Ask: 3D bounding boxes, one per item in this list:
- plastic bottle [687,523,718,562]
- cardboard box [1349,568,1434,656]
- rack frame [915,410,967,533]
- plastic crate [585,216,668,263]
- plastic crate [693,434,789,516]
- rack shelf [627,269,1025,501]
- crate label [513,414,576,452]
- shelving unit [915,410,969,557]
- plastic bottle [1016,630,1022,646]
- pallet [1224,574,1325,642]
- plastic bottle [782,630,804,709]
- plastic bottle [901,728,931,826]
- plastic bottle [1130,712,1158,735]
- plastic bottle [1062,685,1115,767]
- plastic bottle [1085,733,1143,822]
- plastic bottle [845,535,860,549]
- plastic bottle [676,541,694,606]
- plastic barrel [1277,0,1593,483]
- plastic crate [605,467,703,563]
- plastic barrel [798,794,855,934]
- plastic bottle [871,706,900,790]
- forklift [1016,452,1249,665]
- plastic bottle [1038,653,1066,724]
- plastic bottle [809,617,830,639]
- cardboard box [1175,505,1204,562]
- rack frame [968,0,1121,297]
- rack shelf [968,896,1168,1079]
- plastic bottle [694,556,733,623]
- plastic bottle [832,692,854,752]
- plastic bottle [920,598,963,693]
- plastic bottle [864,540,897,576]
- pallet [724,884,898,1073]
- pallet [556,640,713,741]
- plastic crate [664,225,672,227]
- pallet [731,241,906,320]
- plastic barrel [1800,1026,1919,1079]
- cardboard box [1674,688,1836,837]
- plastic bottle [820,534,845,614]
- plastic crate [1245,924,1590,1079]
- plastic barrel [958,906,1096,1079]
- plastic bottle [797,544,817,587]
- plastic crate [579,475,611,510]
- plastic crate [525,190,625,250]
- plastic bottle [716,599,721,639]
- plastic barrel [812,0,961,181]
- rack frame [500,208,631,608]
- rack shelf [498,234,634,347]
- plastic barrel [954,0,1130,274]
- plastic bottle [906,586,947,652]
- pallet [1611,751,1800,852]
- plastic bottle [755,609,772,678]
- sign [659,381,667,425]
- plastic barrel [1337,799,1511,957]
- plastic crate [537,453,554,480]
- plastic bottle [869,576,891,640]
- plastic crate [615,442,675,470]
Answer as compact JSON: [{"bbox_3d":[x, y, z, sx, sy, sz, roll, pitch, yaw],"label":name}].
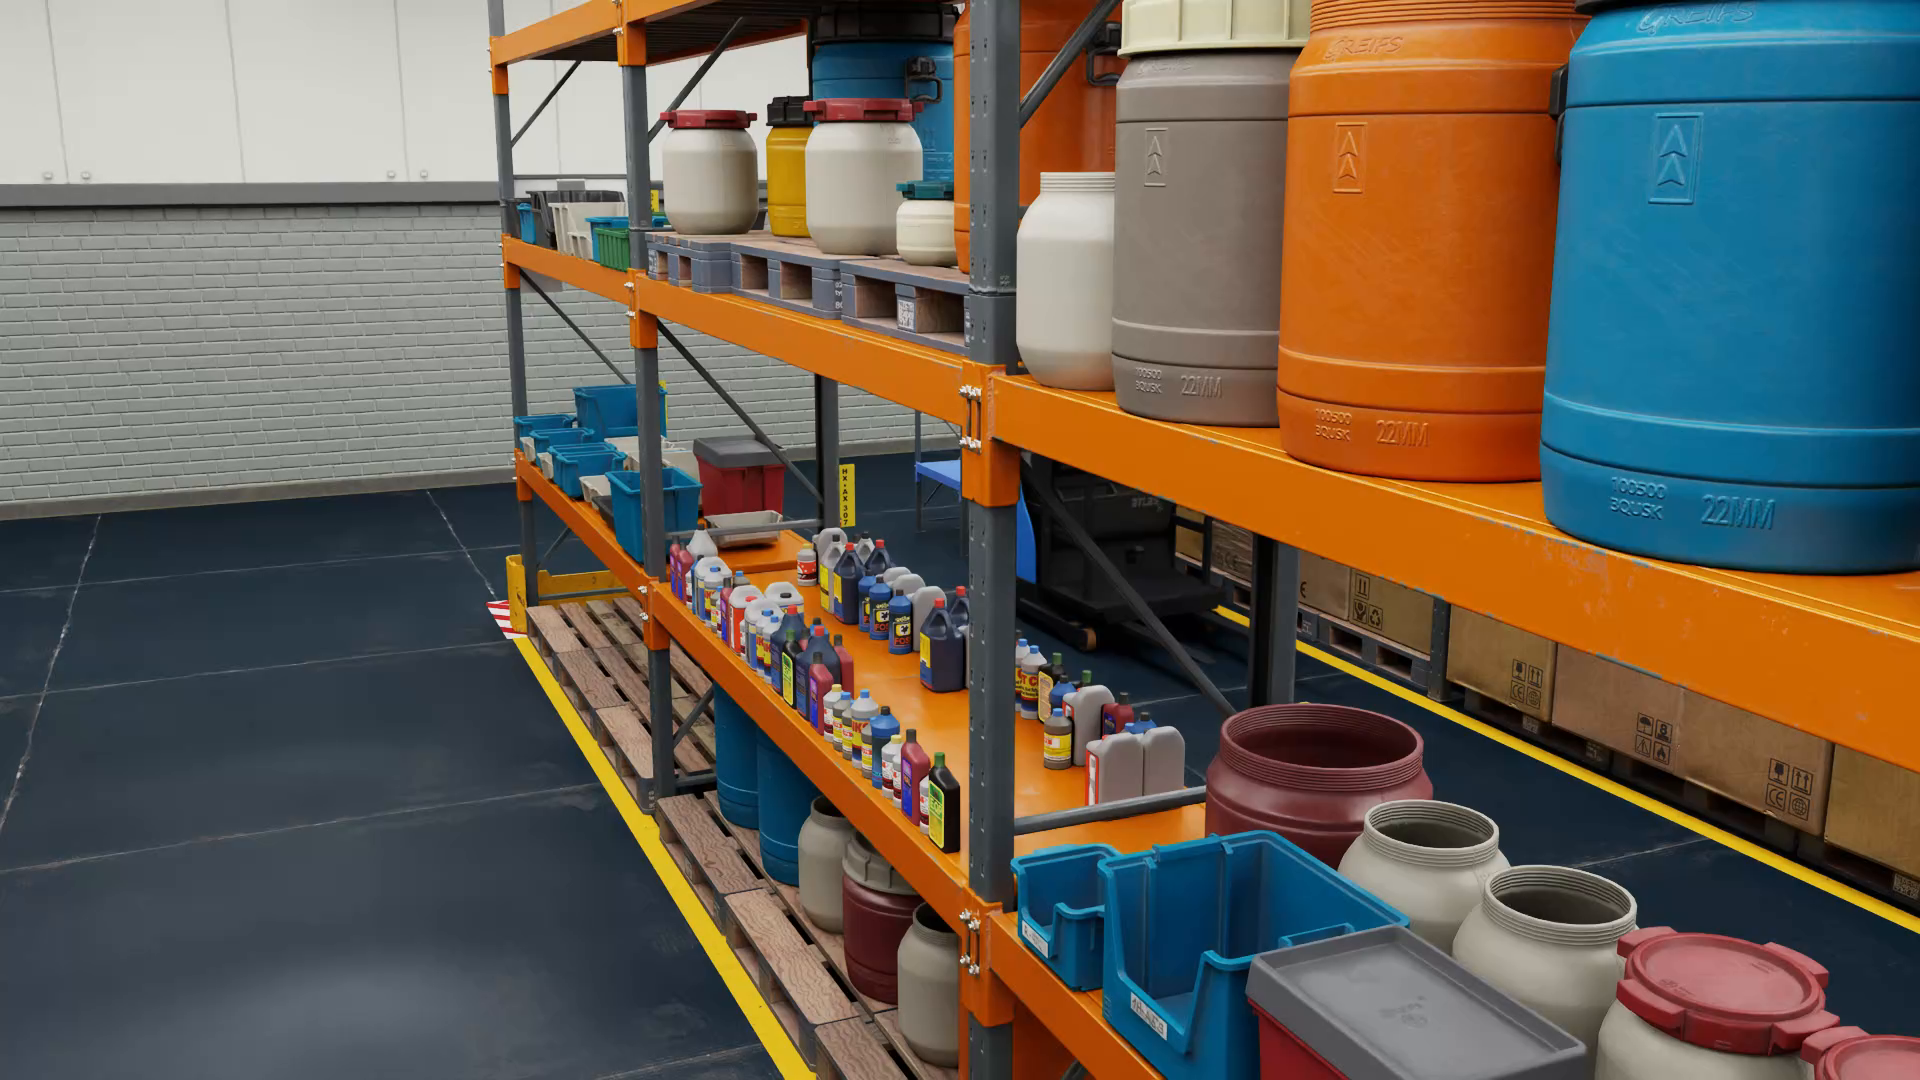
[{"bbox_3d":[-1.236,0.090,7.937,0.144,0.351,0.185,-6,14,-23],"label":"plastic bottle"},{"bbox_3d":[3.251,0.195,11.154,0.875,0.875,0.875,-6,14,-23],"label":"cardboard box"},{"bbox_3d":[-0.169,-0.818,15.078,0.500,1.500,0.032,-6,14,-23],"label":"rack frame"},{"bbox_3d":[-1.754,-1.583,8.777,0.416,0.233,0.300,-6,14,-23],"label":"plastic crate"},{"bbox_3d":[-1.224,-0.312,9.290,0.402,0.464,0.583,-6,14,-23],"label":"plastic crate"},{"bbox_3d":[-0.295,-0.742,6.366,1.077,0.370,4.000,-6,14,-23],"label":"rack shelf"},{"bbox_3d":[-2.902,-0.738,11.643,0.416,0.233,0.303,-6,14,-23],"label":"crate label"},{"bbox_3d":[0.034,-0.713,14.625,0.538,1.500,1.048,-6,14,-23],"label":"shelving unit"},{"bbox_3d":[0.208,0.478,6.413,0.061,0.283,0.133,-6,14,-23],"label":"plastic bottle"},{"bbox_3d":[2.716,0.450,12.456,1.003,0.211,1.213,-6,14,-23],"label":"pallet"},{"bbox_3d":[-0.633,0.492,6.350,0.061,0.283,0.133,-6,14,-23],"label":"plastic bottle"},{"bbox_3d":[-0.140,0.746,5.252,0.061,0.283,0.133,-6,14,-23],"label":"plastic bottle"},{"bbox_3d":[0.607,0.700,5.479,0.097,0.271,0.097,0,13,0],"label":"plastic bottle"},{"bbox_3d":[0.443,0.628,5.777,0.152,0.276,0.135,-6,14,-23],"label":"plastic bottle"},{"bbox_3d":[0.489,0.738,5.305,0.152,0.276,0.135,-6,14,-23],"label":"plastic bottle"},{"bbox_3d":[-0.508,0.108,8.007,0.061,0.283,0.133,-6,14,-23],"label":"plastic bottle"},{"bbox_3d":[-1.287,0.154,7.809,0.061,0.283,0.133,-6,14,-23],"label":"plastic bottle"},{"bbox_3d":[0.898,-0.564,3.050,0.600,0.830,0.708,-6,14,-23],"label":"plastic barrel"},{"bbox_3d":[-1.596,-0.131,8.687,0.392,0.384,0.575,-6,14,-23],"label":"plastic crate"},{"bbox_3d":[-0.466,1.348,6.979,0.421,0.512,0.421,0,13,0],"label":"plastic barrel"},{"bbox_3d":[-0.247,0.686,5.537,0.097,0.271,0.097,0,13,0],"label":"plastic bottle"},{"bbox_3d":[1.201,-0.767,11.683,1.130,2.935,3.031,-6,14,-26],"label":"forklift"},{"bbox_3d":[0.339,0.545,6.120,0.061,0.283,0.133,-6,14,-23],"label":"plastic bottle"},{"bbox_3d":[-0.565,0.441,6.596,0.097,0.271,0.097,0,13,0],"label":"plastic bottle"},{"bbox_3d":[2.169,-0.362,13.564,0.875,0.875,0.875,-6,14,-23],"label":"cardboard box"},{"bbox_3d":[0.506,-2.141,4.162,1.000,3.000,0.127,-6,14,-23],"label":"rack frame"},{"bbox_3d":[1.307,1.546,3.134,1.077,0.370,4.000,-6,14,-23],"label":"rack shelf"},{"bbox_3d":[-1.114,0.222,7.534,0.152,0.276,0.135,-6,14,-23],"label":"plastic bottle"},{"bbox_3d":[-0.403,0.640,5.893,0.097,0.201,0.097,0,13,0],"label":"plastic bottle"},{"bbox_3d":[-0.073,0.409,6.559,0.144,0.351,0.185,-6,14,-23],"label":"plastic bottle"},{"bbox_3d":[-0.355,0.178,7.556,0.144,0.351,0.185,-6,14,-23],"label":"plastic bottle"},{"bbox_3d":[-0.333,1.730,6.927,1.003,0.211,1.213,-6,14,-23],"label":"pallet"},{"bbox_3d":[-1.919,0.913,10.455,1.003,0.211,1.213,-6,14,-23],"label":"pallet"},{"bbox_3d":[-1.644,-1.799,9.923,0.437,0.136,0.530,-6,14,-23],"label":"plastic crate"},{"bbox_3d":[-0.236,-1.026,6.419,1.003,0.211,1.213,-6,14,-23],"label":"pallet"},{"bbox_3d":[1.632,1.173,2.847,0.433,0.535,0.433,0,13,0],"label":"plastic barrel"},{"bbox_3d":[4.437,0.836,8.386,1.225,0.875,0.875,-6,14,-23],"label":"cardboard box"},{"bbox_3d":[-0.561,0.153,7.665,0.144,0.351,0.185,-6,14,-23],"label":"plastic bottle"},{"bbox_3d":[0.873,1.112,3.269,0.402,0.464,0.583,-6,14,-23],"label":"plastic crate"},{"bbox_3d":[0.294,1.535,5.465,0.600,0.830,0.708,-6,14,-23],"label":"plastic barrel"},{"bbox_3d":[-0.749,0.120,8.140,0.097,0.201,0.097,0,13,0],"label":"plastic bottle"},{"bbox_3d":[-2.070,-0.278,9.869,0.293,0.136,0.466,-6,14,-23],"label":"plastic crate"},{"bbox_3d":[-2.339,-1.961,10.177,0.504,0.338,0.767,-6,14,-23],"label":"plastic crate"},{"bbox_3d":[-1.014,0.325,7.255,0.097,0.201,0.097,0,13,0],"label":"plastic bottle"},{"bbox_3d":[-0.273,-1.616,6.503,0.600,0.901,0.708,-6,14,-23],"label":"plastic barrel"},{"bbox_3d":[-2.699,-0.871,11.979,1.000,3.000,0.127,-6,14,-23],"label":"rack frame"},{"bbox_3d":[-1.898,-1.568,9.937,1.077,0.370,4.000,-6,14,-23],"label":"rack shelf"},{"bbox_3d":[0.281,-1.211,4.912,0.600,0.830,0.708,-6,14,-23],"label":"plastic barrel"},{"bbox_3d":[-0.147,0.324,7.094,0.152,0.276,0.135,-6,14,-23],"label":"plastic bottle"},{"bbox_3d":[4.312,1.272,8.906,1.003,0.211,1.213,-6,14,-23],"label":"pallet"},{"bbox_3d":[-0.775,0.414,6.714,0.097,0.271,0.097,0,13,0],"label":"plastic bottle"},{"bbox_3d":[-2.201,-1.003,12.190,0.100,0.325,0.005,-6,14,-23],"label":"sign"},{"bbox_3d":[1.114,0.921,3.990,0.421,0.512,0.421,0,13,0],"label":"plastic barrel"},{"bbox_3d":[-2.577,-0.477,10.729,0.250,0.136,0.298,-6,14,-23],"label":"plastic crate"},{"bbox_3d":[-0.347,0.293,7.236,0.097,0.271,0.097,0,13,0],"label":"plastic bottle"},{"bbox_3d":[-2.103,-0.558,11.081,0.396,0.136,0.243,-6,14,-23],"label":"plastic crate"}]
